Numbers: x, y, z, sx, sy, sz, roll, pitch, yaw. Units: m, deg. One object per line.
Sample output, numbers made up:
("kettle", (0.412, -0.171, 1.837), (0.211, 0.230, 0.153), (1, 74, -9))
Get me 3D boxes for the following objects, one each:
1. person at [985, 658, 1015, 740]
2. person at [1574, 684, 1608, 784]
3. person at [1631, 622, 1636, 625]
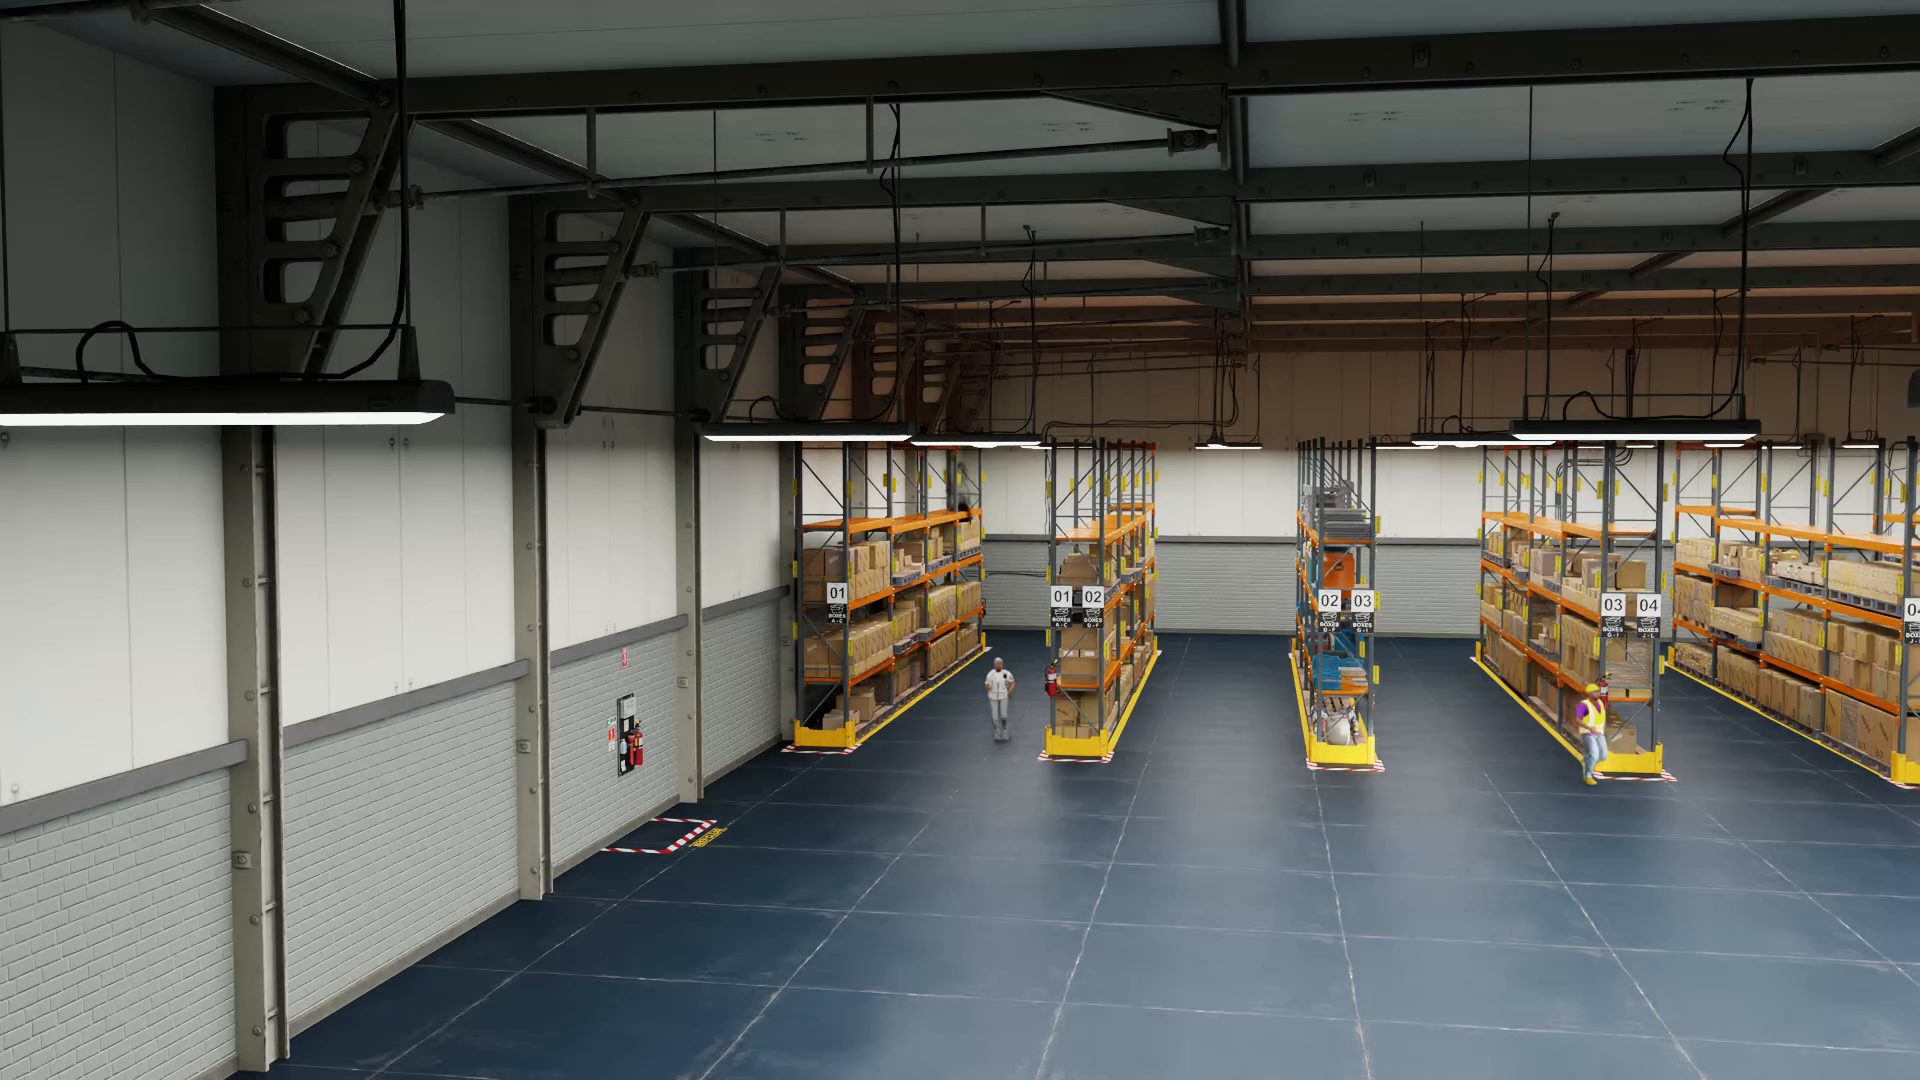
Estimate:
("person", (0.773, 3.158, 32.934), (0.591, 1.638, 0.576), (0, 3, 7))
("person", (10.931, 3.342, 28.750), (0.734, 1.723, 0.607), (-2, 3, -27))
("person", (17.969, 2.558, 45.160), (0.507, 1.567, 0.652), (-2, 4, -34))
